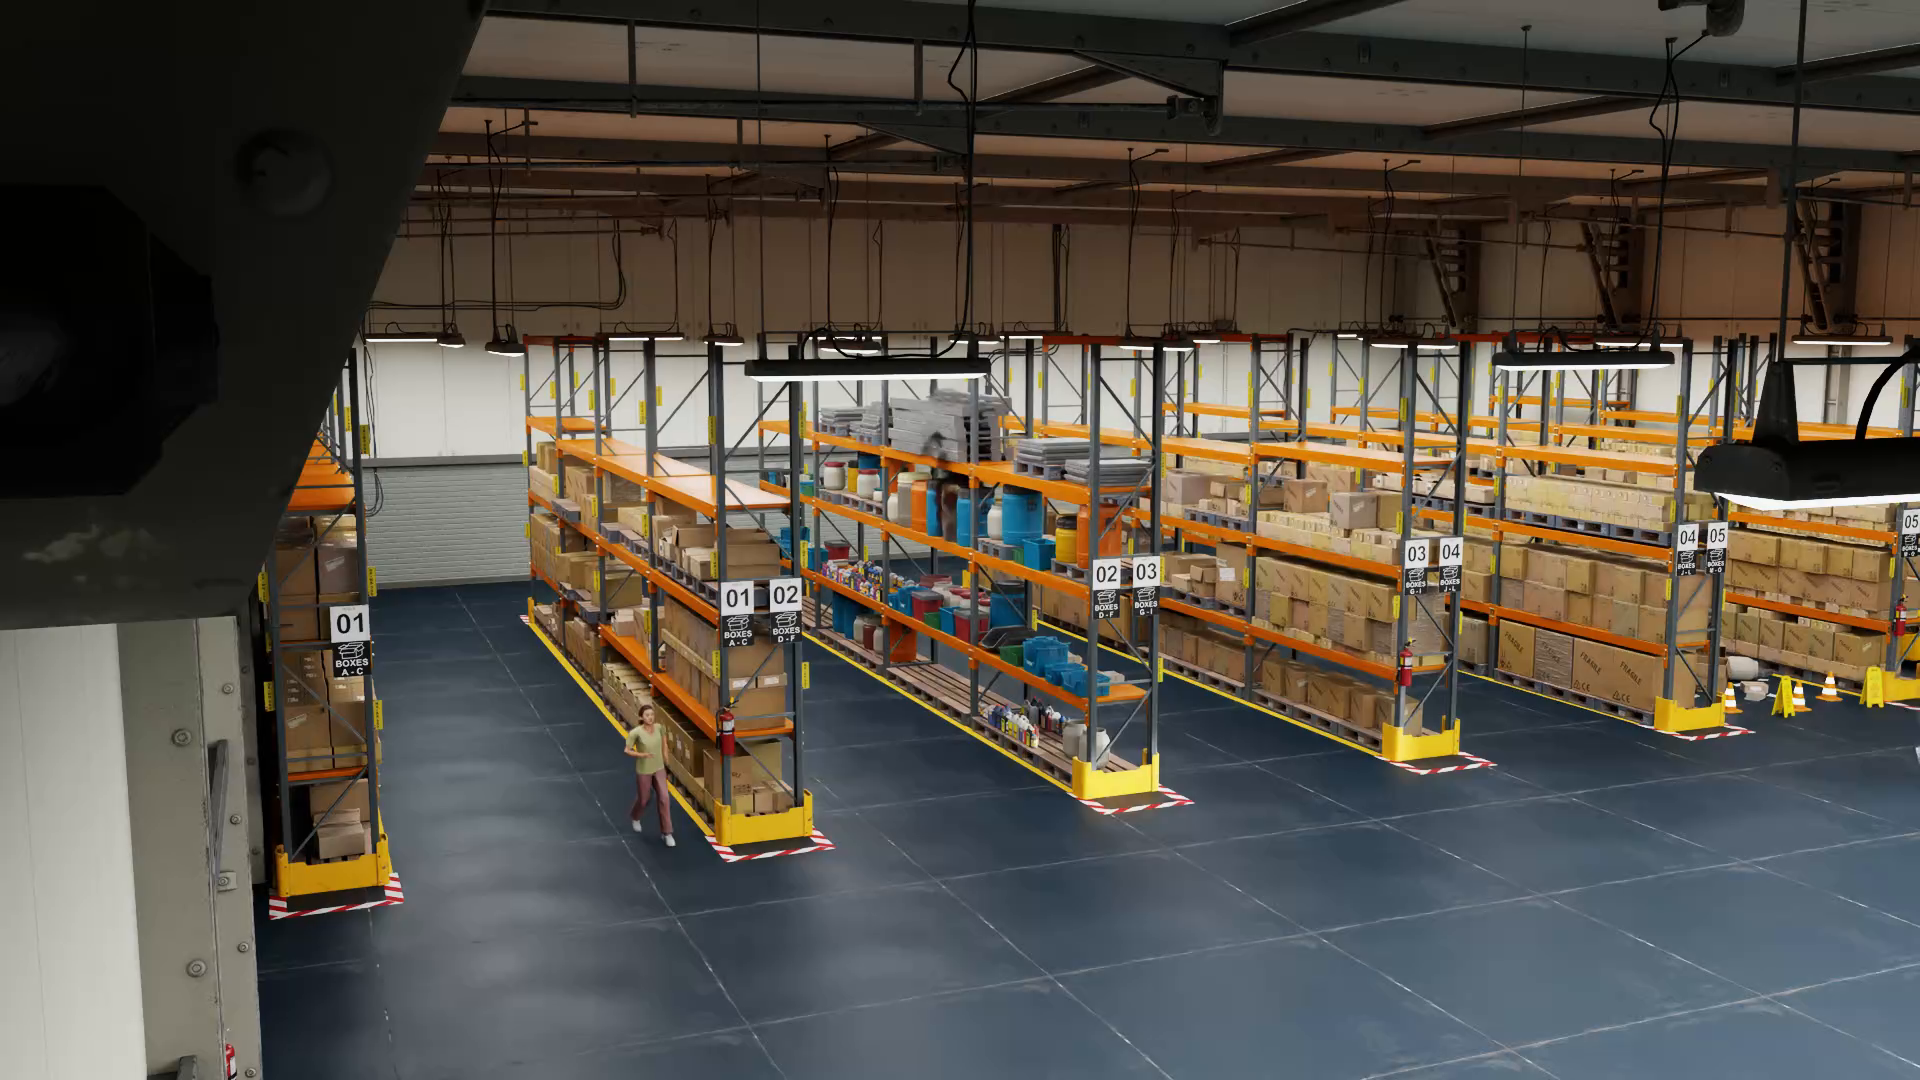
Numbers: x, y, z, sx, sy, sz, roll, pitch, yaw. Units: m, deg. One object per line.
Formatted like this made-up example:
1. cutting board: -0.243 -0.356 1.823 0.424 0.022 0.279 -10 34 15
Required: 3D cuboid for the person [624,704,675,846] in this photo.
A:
1. person: -3.774 2.811 20.164 0.603 1.673 0.921 -5 9 -32
